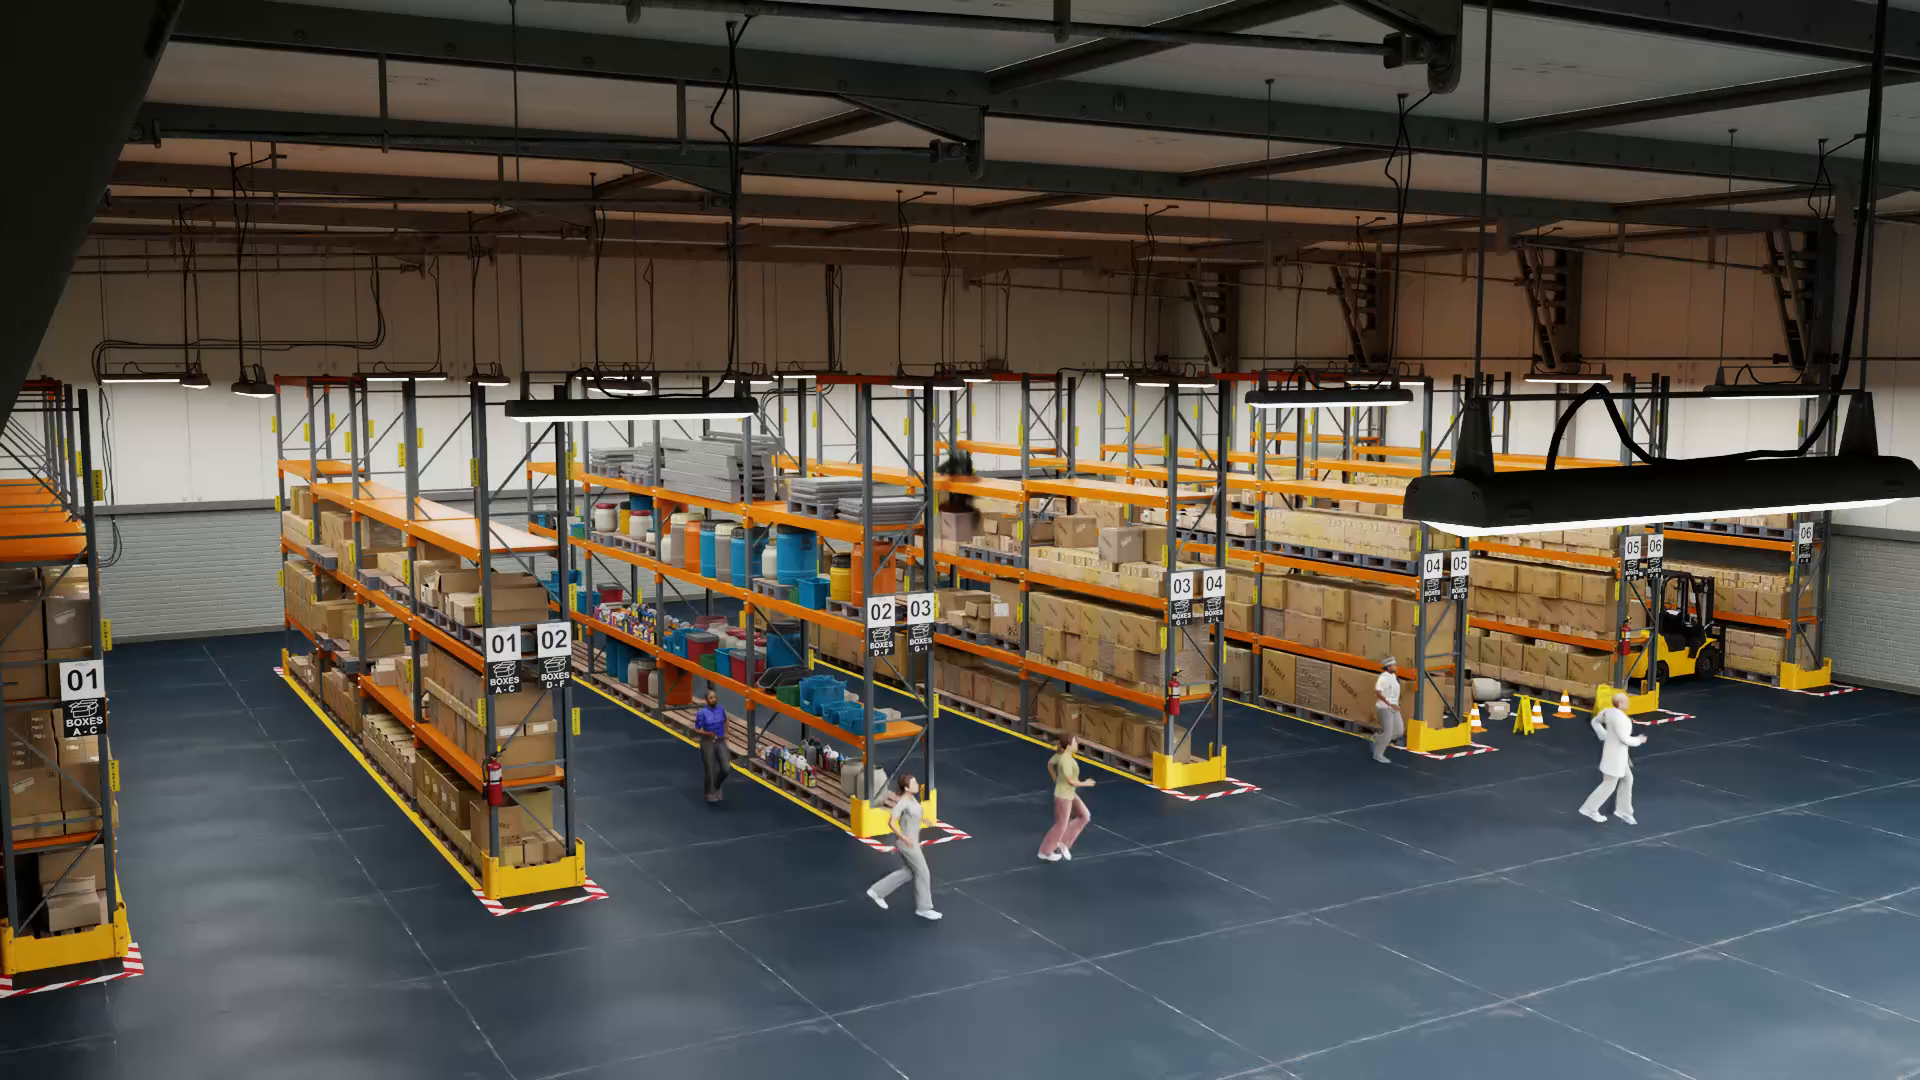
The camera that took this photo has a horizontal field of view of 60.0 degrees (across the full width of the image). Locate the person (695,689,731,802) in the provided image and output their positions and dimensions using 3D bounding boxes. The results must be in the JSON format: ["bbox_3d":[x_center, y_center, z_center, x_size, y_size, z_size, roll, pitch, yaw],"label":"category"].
[{"bbox_3d":[-3.469,2.939,23.605,0.562,1.628,0.586,-4,7,-31],"label":"person"}]

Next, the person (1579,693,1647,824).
[{"bbox_3d":[8.872,2.989,22.601,0.851,1.862,0.730,1,6,9],"label":"person"}]

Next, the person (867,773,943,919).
[{"bbox_3d":[-0.628,3.453,18.816,0.863,1.675,0.560,0,6,3],"label":"person"}]

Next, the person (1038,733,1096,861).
[{"bbox_3d":[1.342,3.223,20.859,0.729,1.642,0.546,0,6,4],"label":"person"}]

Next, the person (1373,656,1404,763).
[{"bbox_3d":[6.776,2.658,26.203,0.496,1.653,0.647,5,8,40],"label":"person"}]
